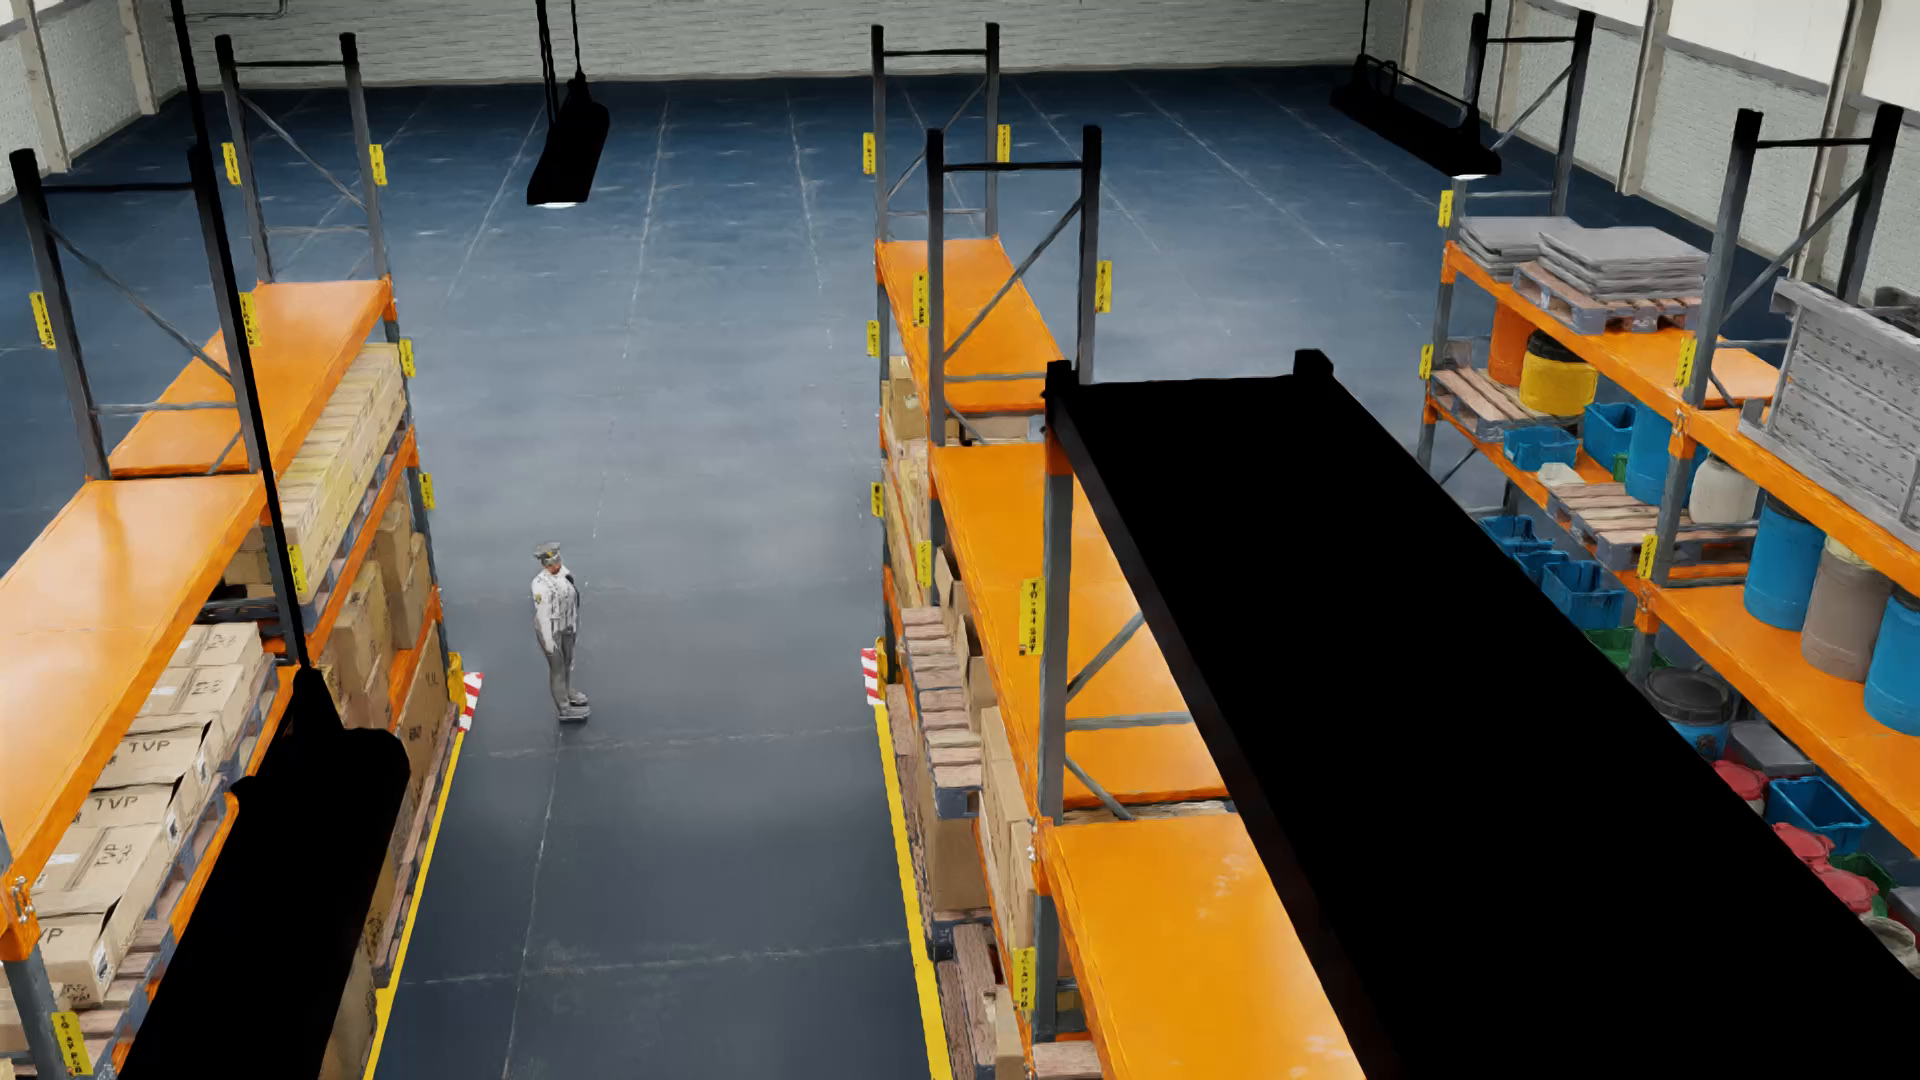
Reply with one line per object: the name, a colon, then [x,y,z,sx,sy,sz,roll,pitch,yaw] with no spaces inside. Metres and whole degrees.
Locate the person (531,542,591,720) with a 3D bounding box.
person: [-3.554,0.801,14.877,0.459,1.664,0.525,10,27,21]
